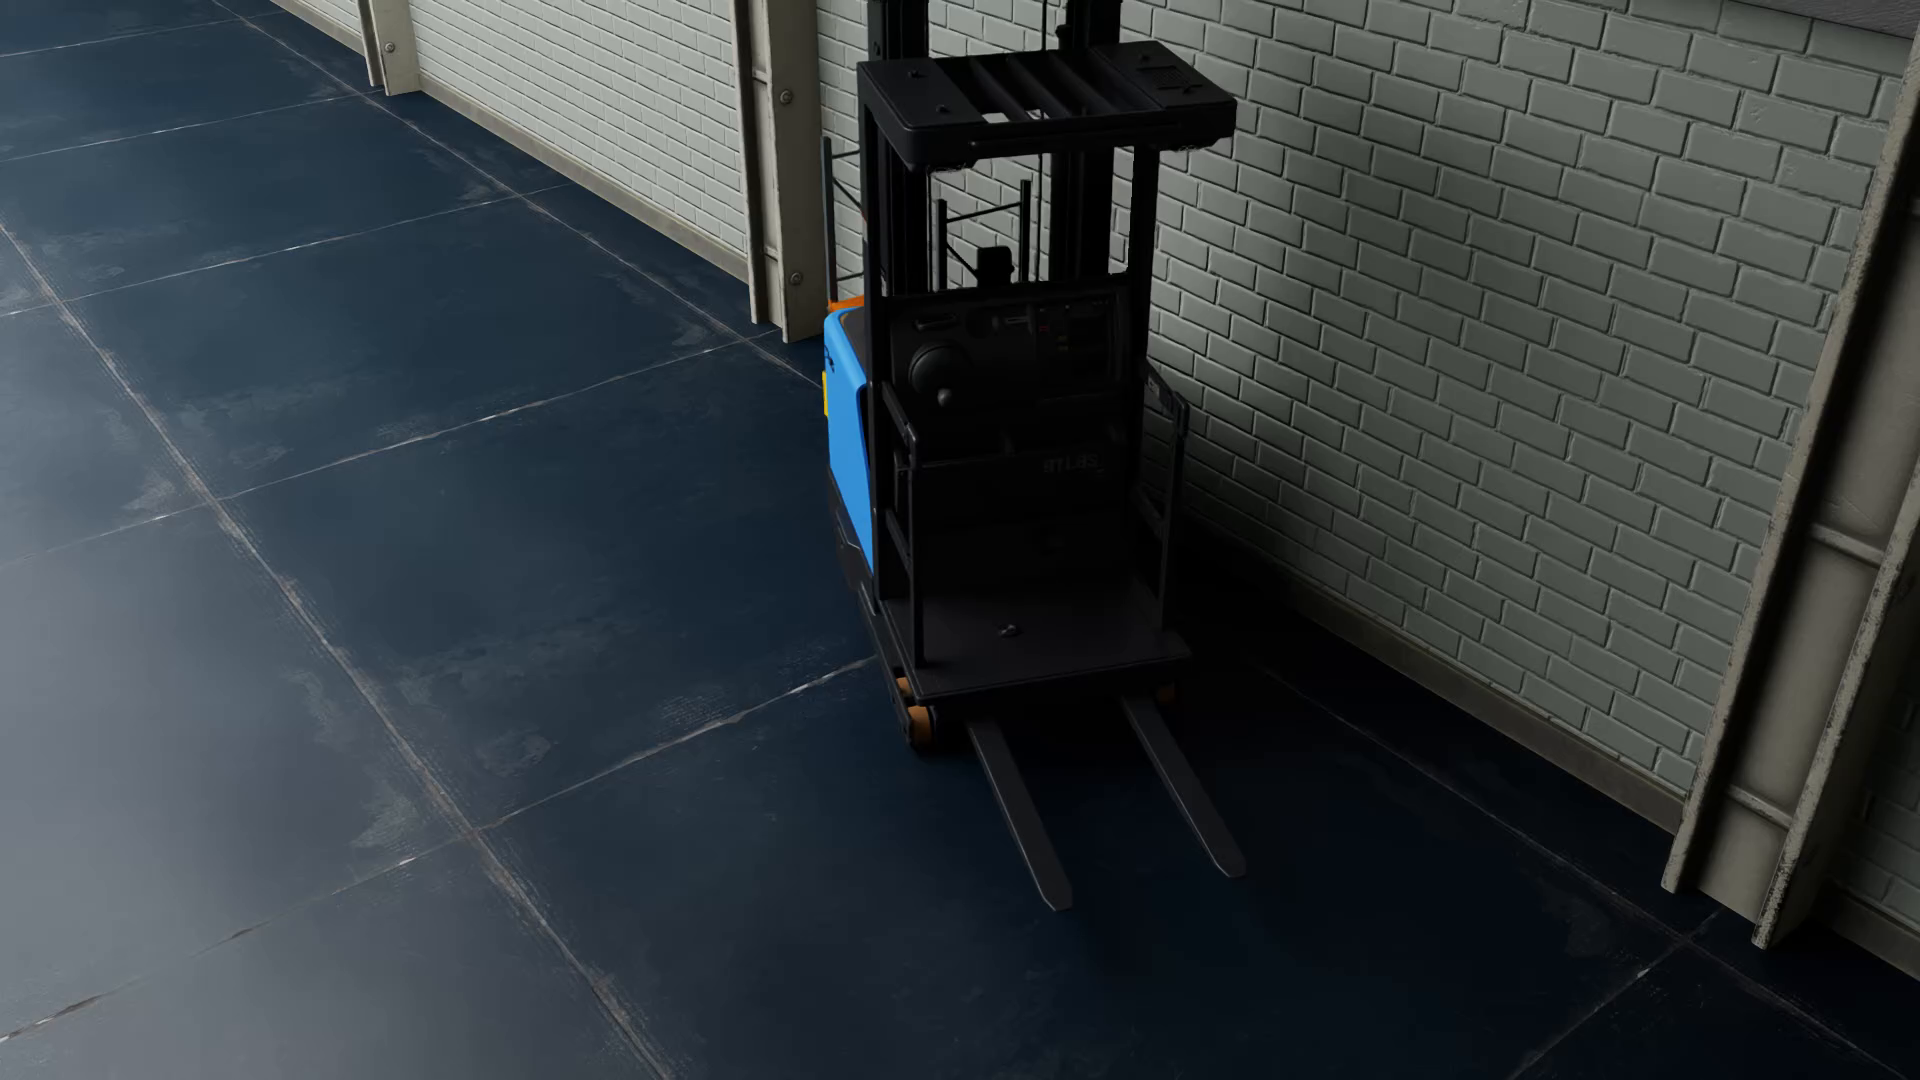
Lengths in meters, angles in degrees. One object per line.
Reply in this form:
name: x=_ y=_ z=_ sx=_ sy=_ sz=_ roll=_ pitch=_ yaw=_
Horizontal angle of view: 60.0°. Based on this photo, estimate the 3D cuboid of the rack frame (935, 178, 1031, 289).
rack frame: x=0.105 y=-0.930 z=7.825 sx=0.500 sy=1.500 sz=0.032 roll=-19 pitch=37 yaw=-28

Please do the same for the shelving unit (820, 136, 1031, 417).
shelving unit: x=-0.183 y=-1.157 z=8.191 sx=0.587 sy=1.500 sz=1.083 roll=-19 pitch=37 yaw=-28

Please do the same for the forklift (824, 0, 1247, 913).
forklift: x=0.249 y=-0.668 z=6.047 sx=1.130 sy=2.935 sz=3.031 roll=-8 pitch=33 yaw=-12

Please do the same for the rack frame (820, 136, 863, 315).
rack frame: x=-0.460 y=-1.376 z=8.544 sx=0.500 sy=1.500 sz=0.032 roll=-19 pitch=37 yaw=-28

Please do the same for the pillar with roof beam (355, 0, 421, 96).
pillar with roof beam: x=-8.072 y=-6.192 z=9.191 sx=9.100 sy=9.000 sz=0.400 roll=-22 pitch=38 yaw=-31

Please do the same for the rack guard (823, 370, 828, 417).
rack guard: x=-0.459 y=-0.844 z=8.872 sx=0.587 sy=0.250 sz=0.087 roll=-19 pitch=37 yaw=-28

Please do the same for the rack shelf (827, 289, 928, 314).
rack shelf: x=-0.177 y=-1.000 z=8.279 sx=0.538 sy=0.185 sz=1.000 roll=-19 pitch=37 yaw=-28

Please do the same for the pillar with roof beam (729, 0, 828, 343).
pillar with roof beam: x=-4.393 y=-3.692 z=5.165 sx=9.100 sy=9.000 sz=0.400 roll=-22 pitch=38 yaw=-31

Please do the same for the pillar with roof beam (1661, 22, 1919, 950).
pillar with roof beam: x=-0.713 y=-1.191 z=1.139 sx=9.100 sy=9.000 sz=0.400 roll=-22 pitch=38 yaw=-31
